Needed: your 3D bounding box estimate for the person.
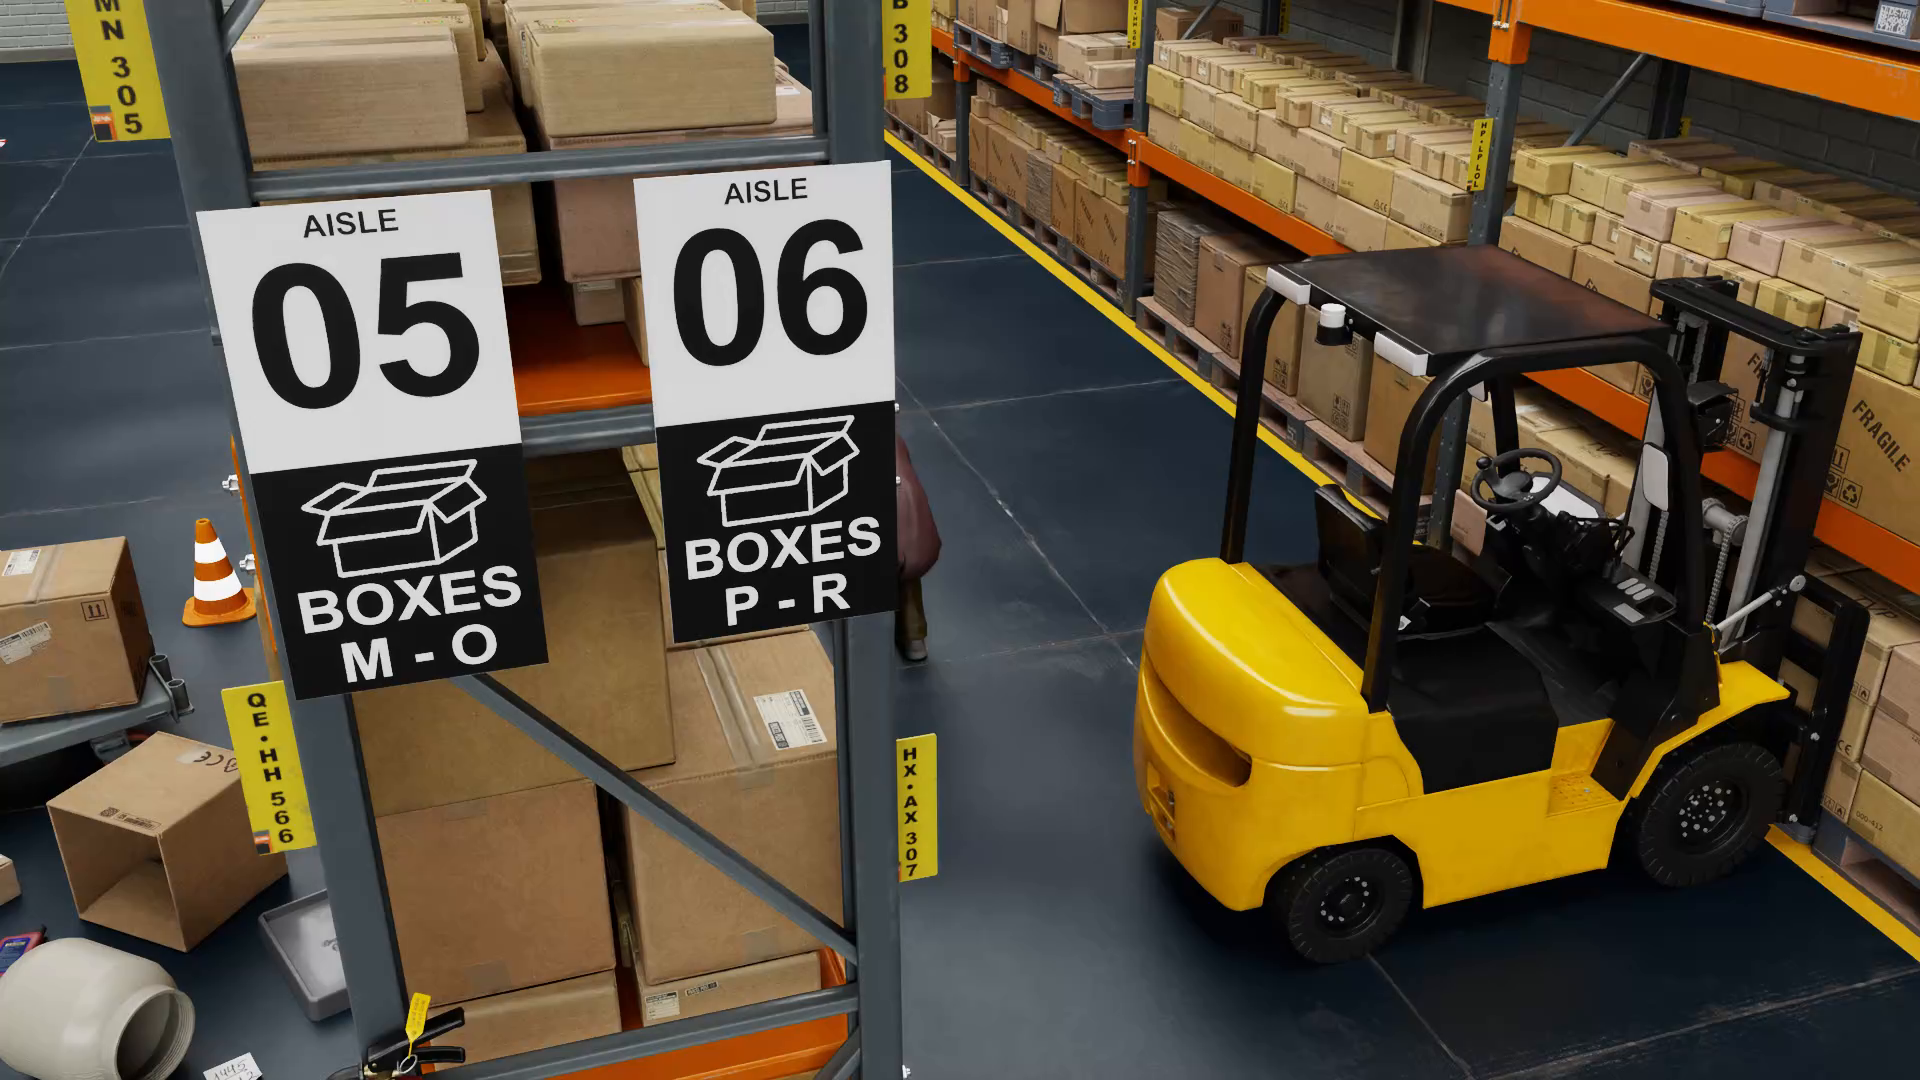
[{"bbox_3d":[-0.423,-0.026,7.472,0.617,1.087,0.865,-10,28,-19],"label":"person"}]
